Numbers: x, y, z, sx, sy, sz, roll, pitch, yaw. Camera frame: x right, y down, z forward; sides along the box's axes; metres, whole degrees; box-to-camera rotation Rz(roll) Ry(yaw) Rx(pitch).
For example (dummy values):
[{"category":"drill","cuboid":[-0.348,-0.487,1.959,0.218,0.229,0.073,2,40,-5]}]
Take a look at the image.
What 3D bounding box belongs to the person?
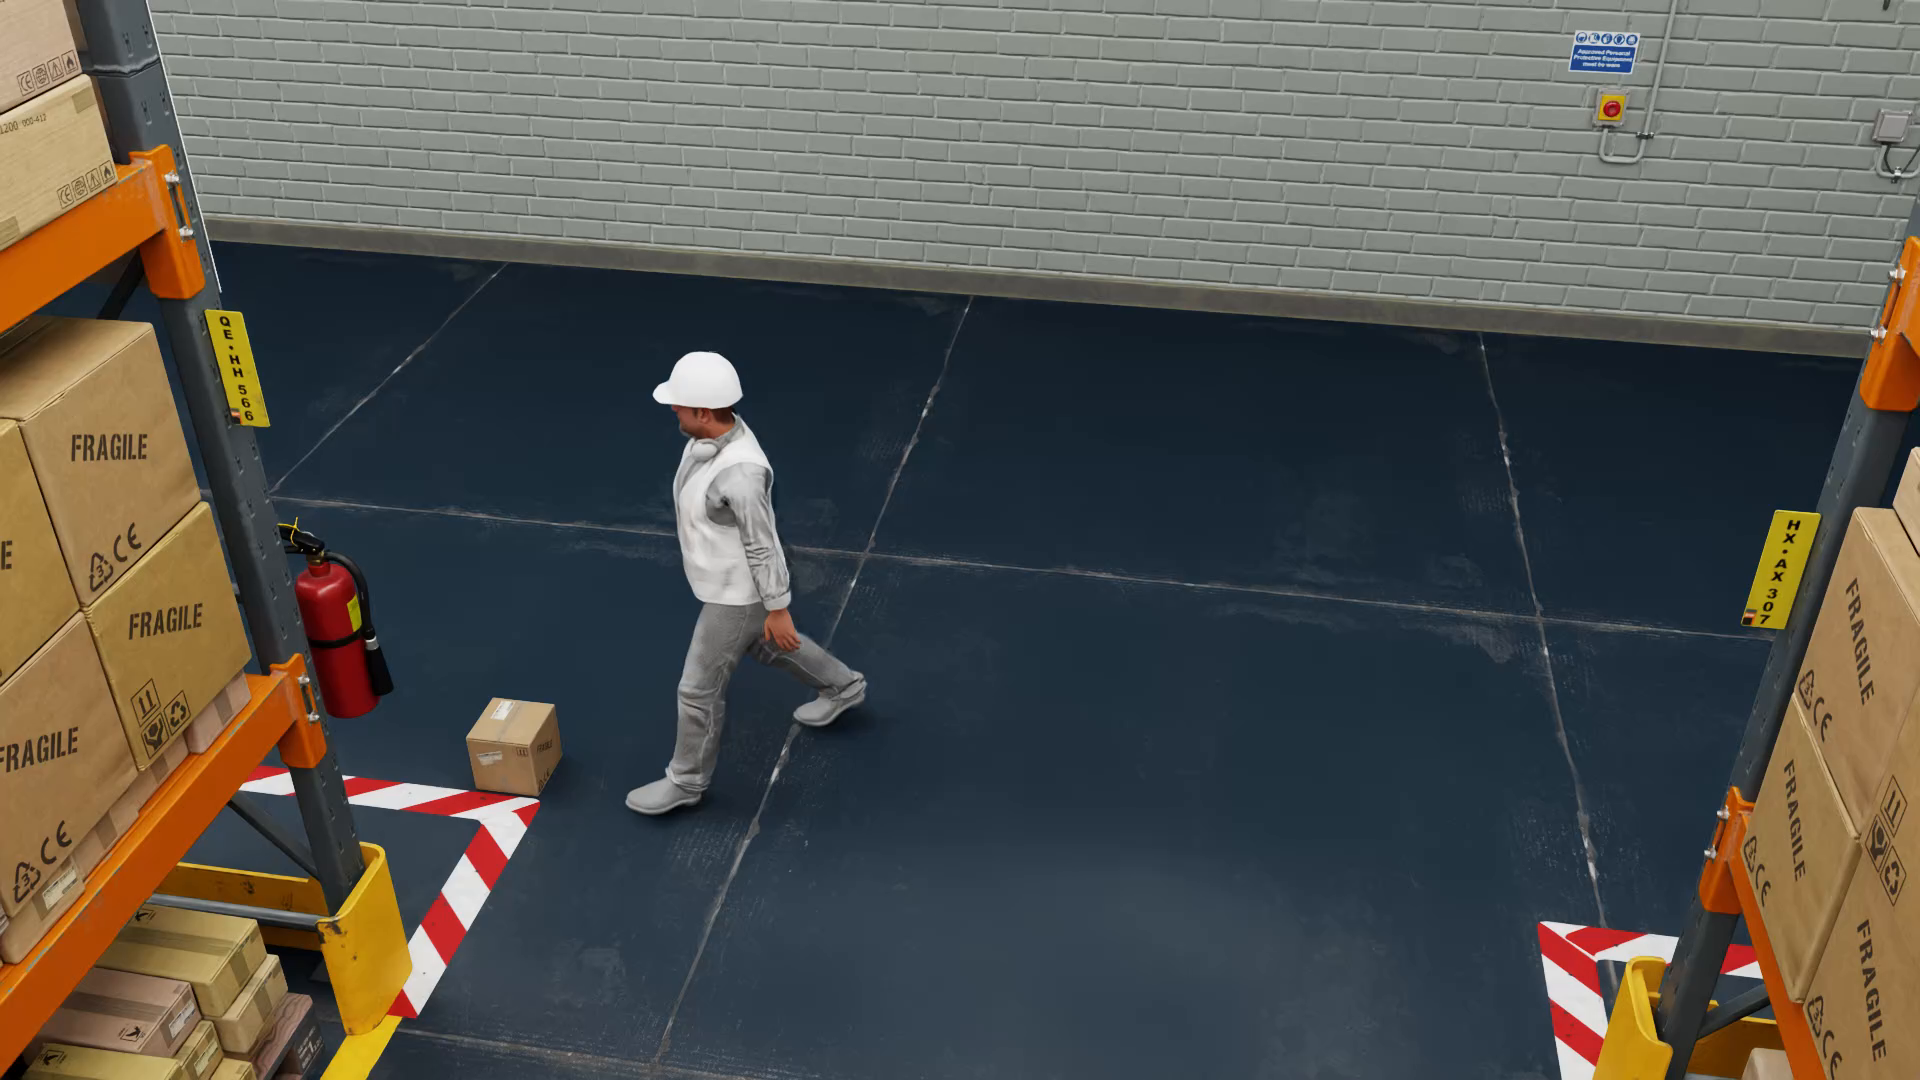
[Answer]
[{"category":"person","cuboid":[-0.803,0.126,5.936,1.000,1.740,0.598,-10,34,-16]}]
